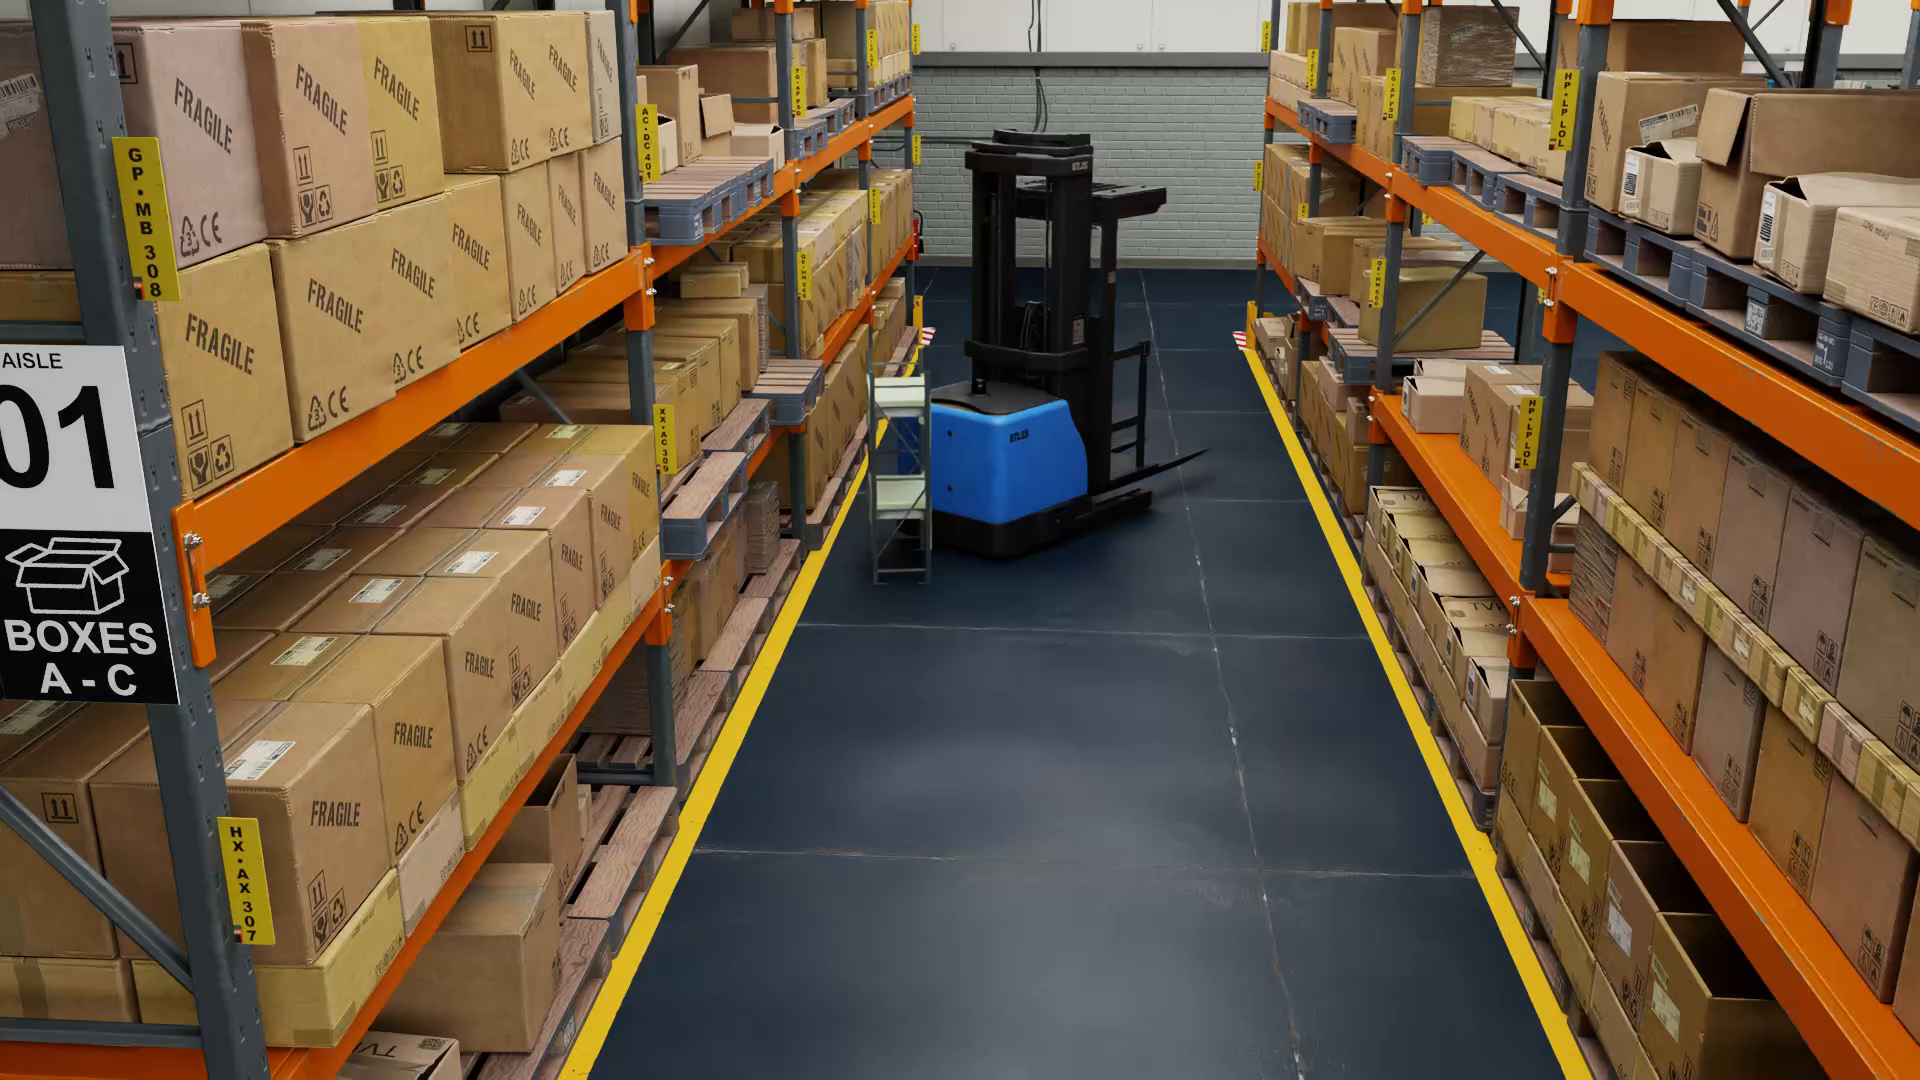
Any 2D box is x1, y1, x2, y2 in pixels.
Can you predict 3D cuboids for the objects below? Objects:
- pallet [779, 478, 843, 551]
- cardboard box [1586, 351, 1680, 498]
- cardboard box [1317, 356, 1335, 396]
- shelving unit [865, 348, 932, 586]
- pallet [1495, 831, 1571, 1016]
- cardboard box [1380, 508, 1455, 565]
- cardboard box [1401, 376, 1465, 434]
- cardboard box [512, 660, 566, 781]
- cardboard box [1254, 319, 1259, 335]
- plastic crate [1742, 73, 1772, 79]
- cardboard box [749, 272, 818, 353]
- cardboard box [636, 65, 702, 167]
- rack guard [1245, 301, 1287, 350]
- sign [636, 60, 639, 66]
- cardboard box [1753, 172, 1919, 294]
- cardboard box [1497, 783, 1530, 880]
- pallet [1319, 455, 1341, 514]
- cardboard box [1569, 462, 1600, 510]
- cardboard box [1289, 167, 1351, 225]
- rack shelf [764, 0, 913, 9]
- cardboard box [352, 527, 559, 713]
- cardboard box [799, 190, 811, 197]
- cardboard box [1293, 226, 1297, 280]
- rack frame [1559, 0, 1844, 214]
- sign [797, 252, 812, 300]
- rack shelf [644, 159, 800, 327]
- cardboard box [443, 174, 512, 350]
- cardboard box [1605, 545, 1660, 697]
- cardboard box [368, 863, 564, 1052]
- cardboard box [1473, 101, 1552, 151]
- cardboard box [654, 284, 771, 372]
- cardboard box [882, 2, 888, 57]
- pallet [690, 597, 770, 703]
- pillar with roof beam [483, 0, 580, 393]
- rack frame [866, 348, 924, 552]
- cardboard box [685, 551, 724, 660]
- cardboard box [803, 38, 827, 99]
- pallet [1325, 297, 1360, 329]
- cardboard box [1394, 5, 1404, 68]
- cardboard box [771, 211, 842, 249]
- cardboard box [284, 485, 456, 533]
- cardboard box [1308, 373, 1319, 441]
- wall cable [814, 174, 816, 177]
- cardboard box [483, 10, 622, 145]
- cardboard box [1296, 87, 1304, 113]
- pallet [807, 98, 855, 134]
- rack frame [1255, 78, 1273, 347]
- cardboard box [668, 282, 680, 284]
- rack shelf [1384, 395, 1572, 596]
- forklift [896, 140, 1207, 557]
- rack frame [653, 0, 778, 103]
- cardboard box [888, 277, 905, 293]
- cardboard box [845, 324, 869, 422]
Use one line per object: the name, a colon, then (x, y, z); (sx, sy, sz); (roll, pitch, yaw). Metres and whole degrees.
pallet: (-1.478, -0.218, 12.750); (1.003, 0.211, 1.213); (1, 18, 4)
cardboard box: (3.019, -0.474, 6.810); (0.700, 0.500, 0.500); (1, 18, 4)
cardboard box: (3.269, -1.355, 13.845); (0.500, 0.250, 0.500); (1, 18, 4)
shelving unit: (-0.431, -0.519, 11.598); (0.431, 1.500, 0.755); (-1, 18, -5)
pallet: (2.946, 1.623, 7.132); (1.003, 0.211, 1.213); (1, 18, 4)
cardboard box: (2.972, -0.031, 10.540); (0.500, 0.311, 0.500); (1, 18, 3)
cardboard box: (3.074, -0.875, 10.419); (0.500, 0.311, 0.500); (1, 18, 3)
cardboard box: (-1.728, 0.625, 5.907); (0.500, 0.250, 0.500); (1, 18, 4)
cardboard box: (3.532, -2.407, 18.824); (0.380, 0.149, 0.250); (1, 18, 4)
plastic crate: (8.540, -4.814, 17.689); (0.497, 0.269, 0.590); (1, 18, 4)
cardboard box: (-1.320, -1.644, 11.952); (0.500, 0.500, 0.500); (2, 18, 6)
cardboard box: (-1.689, -2.281, 8.916); (0.500, 0.500, 0.500); (1, 18, 2)
rack guard: (3.899, -2.464, 19.140); (1.175, 0.500, 0.348); (1, 18, 4)
sign: (-2.163, -3.024, 11.059); (0.100, 0.325, 0.005); (1, 18, 4)
cardboard box: (2.617, -0.892, 4.753); (0.500, 0.311, 0.500); (3, 18, 10)
cardboard box: (2.709, 1.296, 7.392); (0.500, 0.250, 0.500); (1, 18, 4)
pallet: (3.513, -0.475, 13.532); (1.003, 0.211, 1.213); (1, 18, 4)
cardboard box: (2.832, -0.225, 7.090); (0.380, 0.149, 0.250); (1, 18, 4)
cardboard box: (3.430, -3.278, 15.843); (0.500, 0.500, 0.500); (1, 18, 3)
rack shelf: (-1.180, -5.483, 16.501); (1.077, 0.370, 4.000); (1, 18, 4)
cardboard box: (-1.735, 0.274, 5.774); (0.500, 0.500, 0.500); (2, 18, 6)
cardboard box: (-1.616, -2.960, 14.765); (0.500, 0.250, 0.500); (2, 18, 6)
cardboard box: (3.398, -2.642, 15.507); (0.500, 0.500, 0.500); (2, 18, 5)
rack frame: (3.045, -2.799, 6.514); (1.000, 3.000, 0.127); (1, 18, 4)
sign: (-1.068, -1.804, 11.378); (0.100, 0.325, 0.005); (1, 18, 4)
rack shelf: (-1.753, -1.763, 9.323); (1.077, 0.370, 4.000); (1, 18, 4)
cardboard box: (-1.785, -0.890, 5.313); (0.500, 0.500, 0.500); (2, 18, 7)
cardboard box: (2.988, 0.306, 6.511); (0.700, 0.500, 0.500); (1, 18, 3)
cardboard box: (-1.901, 1.547, 6.194); (0.700, 0.500, 0.500); (0, 18, 0)
cardboard box: (3.336, -2.439, 9.799); (0.500, 0.250, 0.500); (2, 18, 5)
cardboard box: (-1.633, -1.411, 11.043); (0.700, 0.500, 0.500); (-1, 18, -3)
cardboard box: (-0.962, -4.875, 15.868); (0.500, 0.500, 0.500); (1, 18, 3)
pallet: (-1.757, 0.645, 10.114); (1.003, 0.211, 1.213); (1, 18, 4)
pillar with roof beam: (1.728, -3.670, 9.173); (9.100, 9.000, 0.400); (1, 18, 4)
rack frame: (-0.461, -0.633, 11.945); (0.400, 1.500, 0.023); (-1, 18, -5)
cardboard box: (-1.796, 0.373, 9.776); (0.700, 0.500, 0.500); (1, 18, 5)
cardboard box: (-1.496, -3.954, 13.987); (0.700, 0.500, 0.500); (0, 18, 1)
pallet: (3.466, -1.704, 13.113); (1.003, 0.211, 1.213); (1, 18, 4)
cardboard box: (3.442, -3.591, 11.981); (0.500, 0.500, 0.500); (1, 18, 4)
cardboard box: (-1.220, -2.471, 13.273); (0.500, 0.250, 0.500); (1, 18, 3)
cardboard box: (-2.221, 0.104, 6.292); (0.500, 0.500, 0.500); (2, 18, 5)
cardboard box: (3.313, -1.144, 14.404); (0.500, 0.500, 0.500); (2, 18, 5)
wall cable: (-1.888, -4.686, 20.276); (0.084, 1.984, 1.851); (1, 18, 4)
cardboard box: (-1.662, -1.854, 6.648); (0.500, 0.500, 0.500); (0, 18, -1)
cardboard box: (3.434, -4.099, 15.540); (0.500, 0.250, 0.500); (1, 18, 4)
pallet: (-1.340, -3.591, 14.055); (0.805, 0.209, 1.217); (1, 18, 2)
rack frame: (3.905, -3.675, 18.822); (1.000, 3.000, 0.127); (1, 18, 4)
cardboard box: (-1.839, -1.651, 11.974); (0.500, 0.500, 0.500); (1, 18, 4)
rack shelf: (3.188, -0.355, 9.415); (0.919, 0.052, 3.809); (1, 18, 4)
forklift: (0.859, -1.629, 12.791); (1.129, 2.867, 3.031); (15, 23, 38)
rack frame: (-1.606, -4.151, 10.639); (0.949, 2.616, 0.053); (1, 18, 4)
cardboard box: (-0.814, -2.841, 18.575); (0.380, 0.149, 0.250); (1, 18, 3)
cardboard box: (-1.240, -1.516, 15.009); (0.750, 0.750, 0.750); (1, 18, 5)
